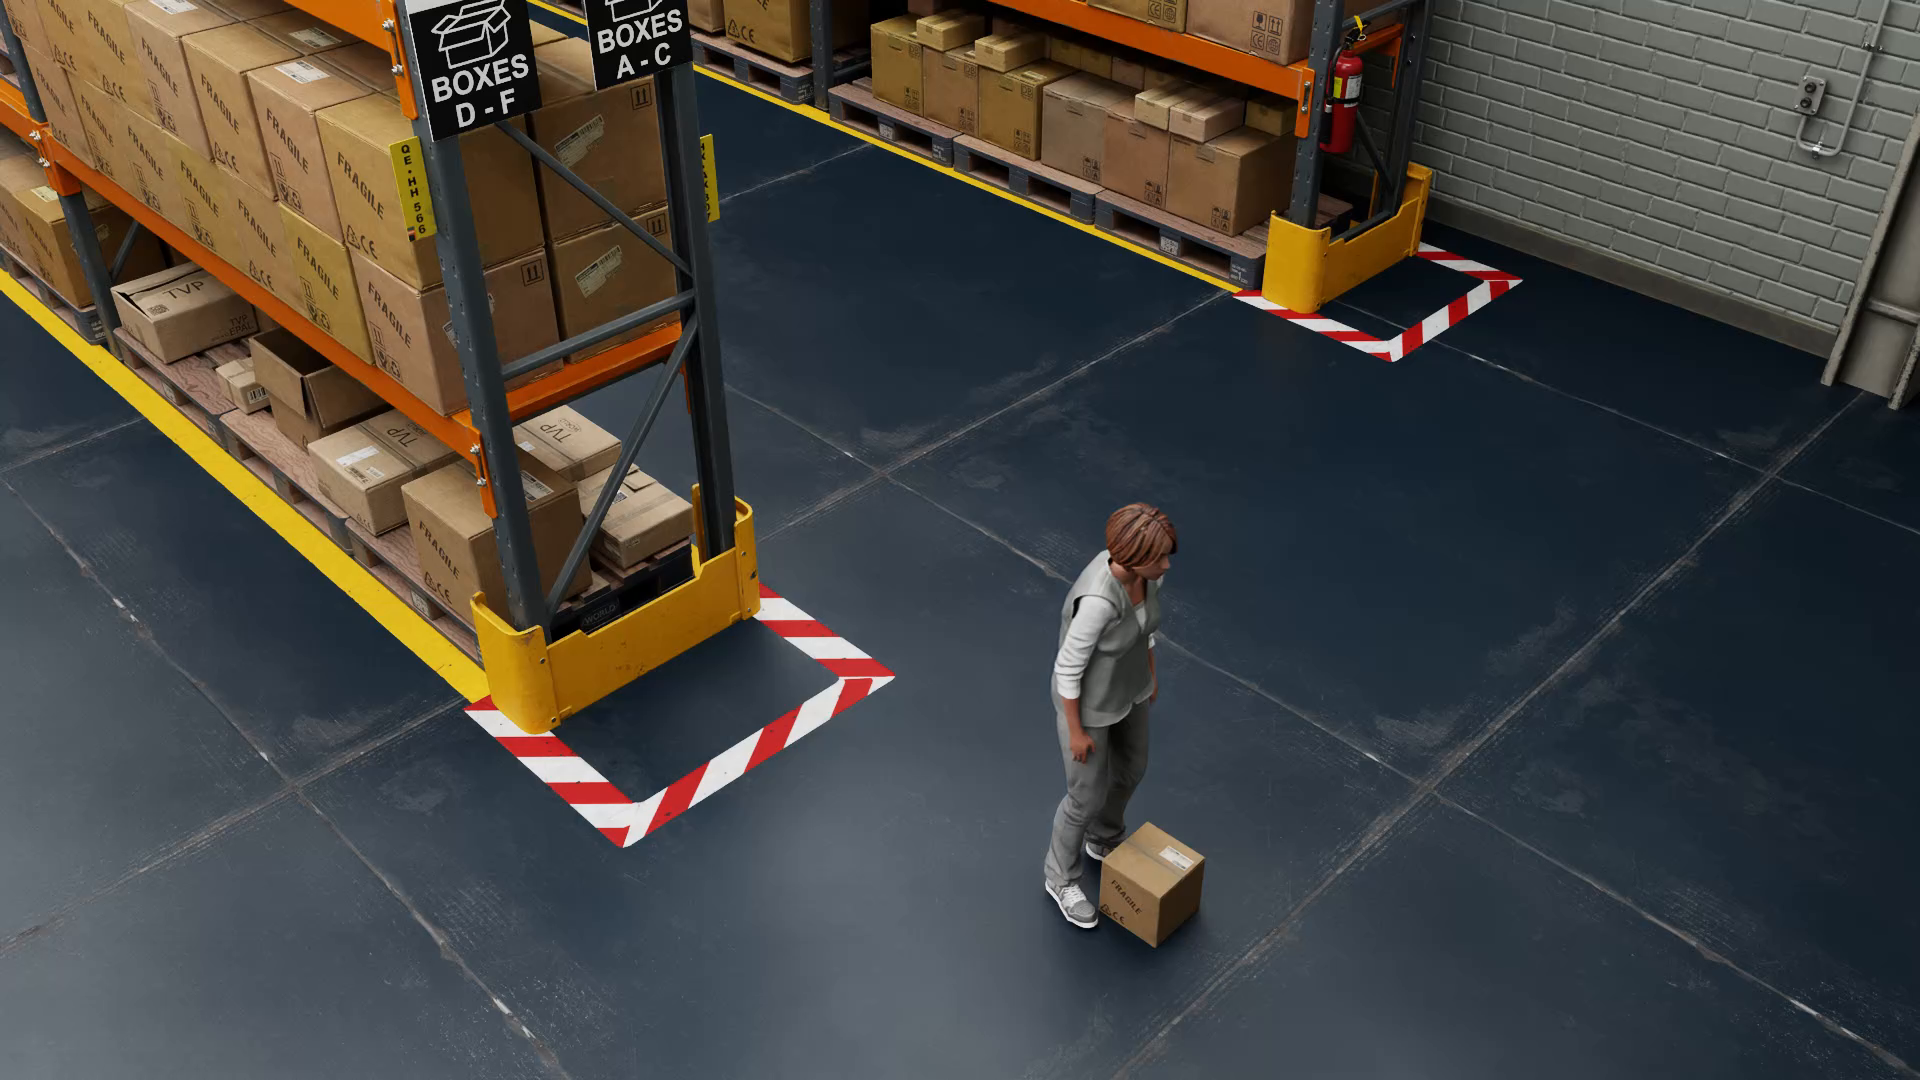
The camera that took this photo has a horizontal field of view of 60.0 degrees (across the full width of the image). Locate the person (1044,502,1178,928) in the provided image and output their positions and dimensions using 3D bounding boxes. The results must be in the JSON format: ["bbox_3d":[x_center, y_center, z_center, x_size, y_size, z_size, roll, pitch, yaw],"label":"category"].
[{"bbox_3d":[0.481,0.537,5.417,0.347,1.591,0.481,27,44,32],"label":"person"}]
